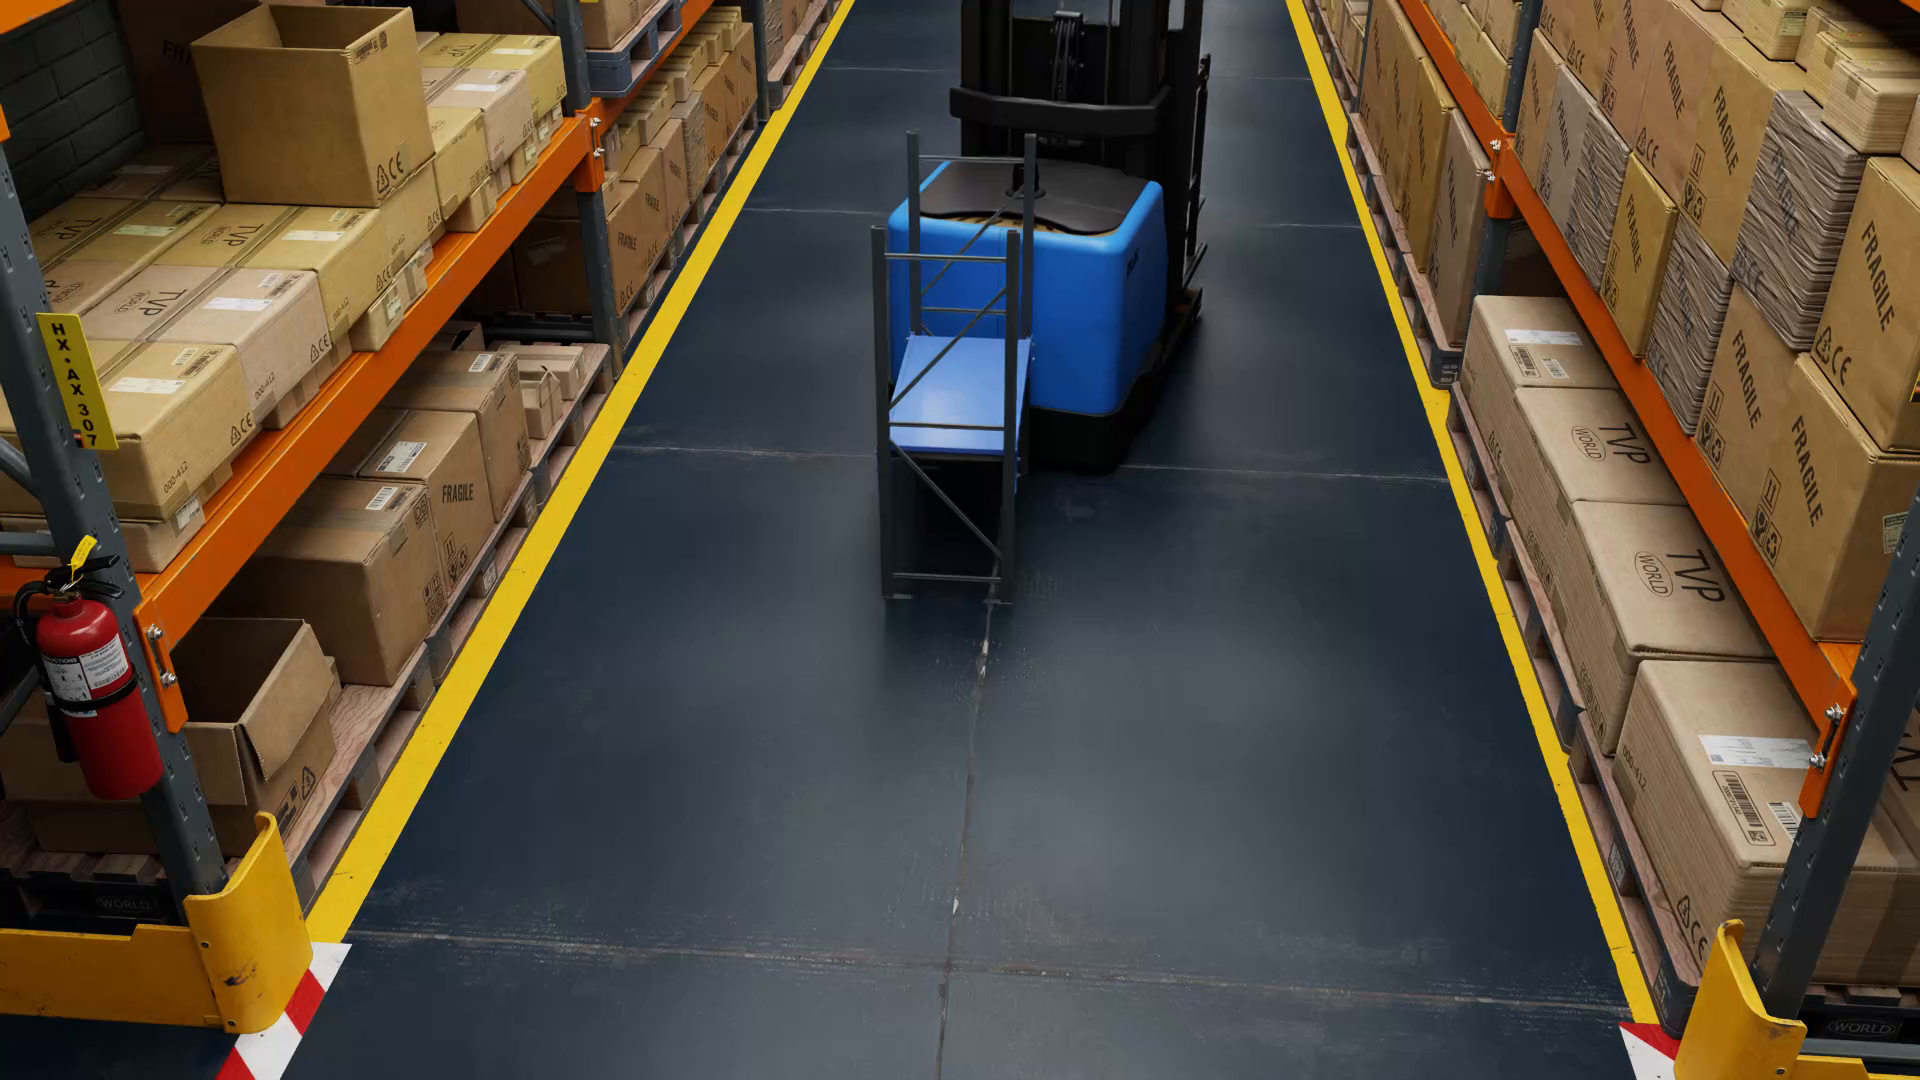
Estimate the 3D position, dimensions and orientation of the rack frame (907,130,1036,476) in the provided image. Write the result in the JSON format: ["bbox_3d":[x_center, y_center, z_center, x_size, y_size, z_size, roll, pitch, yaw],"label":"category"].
[{"bbox_3d":[0.045,-0.938,6.842,0.500,1.500,0.032,3,32,5],"label":"rack frame"}]

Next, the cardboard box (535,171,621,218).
[{"bbox_3d":[-1.844,-1.655,7.940,0.380,0.149,0.250,4,32,6],"label":"cardboard box"}]

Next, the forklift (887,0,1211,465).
[{"bbox_3d":[0.615,-2.332,7.740,1.130,2.935,3.031,9,33,15],"label":"forklift"}]

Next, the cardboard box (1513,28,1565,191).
[{"bbox_3d":[2.510,-1.686,6.532,0.500,0.500,0.500,3,32,6],"label":"cardboard box"}]

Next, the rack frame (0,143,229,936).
[{"bbox_3d":[-2.464,0.004,3.885,1.000,3.000,0.127,2,32,4],"label":"rack frame"}]

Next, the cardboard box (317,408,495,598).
[{"bbox_3d":[-2.069,-0.144,6.107,0.500,0.500,0.500,3,32,5],"label":"cardboard box"}]

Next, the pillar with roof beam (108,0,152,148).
[{"bbox_3d":[1.197,-4.132,4.878,9.100,9.000,0.400,2,32,4],"label":"pillar with roof beam"}]

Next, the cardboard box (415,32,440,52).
[{"bbox_3d":[-2.448,-1.903,6.839,0.500,0.250,0.500,2,32,3],"label":"cardboard box"}]

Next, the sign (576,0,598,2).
[{"bbox_3d":[-1.597,-2.437,7.021,0.100,0.325,0.005,2,32,4],"label":"sign"}]

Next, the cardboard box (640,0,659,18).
[{"bbox_3d":[-1.834,-2.823,7.977,0.700,0.500,0.500,3,32,5],"label":"cardboard box"}]

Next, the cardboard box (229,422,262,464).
[{"bbox_3d":[-2.202,-0.323,4.655,0.380,0.149,0.250,2,32,3],"label":"cardboard box"}]

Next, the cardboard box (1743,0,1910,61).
[{"bbox_3d":[2.362,-1.396,4.490,0.380,0.149,0.250,3,32,5],"label":"cardboard box"}]

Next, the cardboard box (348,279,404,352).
[{"bbox_3d":[-2.009,-0.721,5.300,0.380,0.149,0.250,2,32,3],"label":"cardboard box"}]

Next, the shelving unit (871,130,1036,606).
[{"bbox_3d":[-0.002,-0.672,6.411,0.538,1.500,1.048,3,32,5],"label":"shelving unit"}]

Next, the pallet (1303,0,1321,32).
[{"bbox_3d":[3.399,-4.467,13.797,1.003,0.211,1.213,2,32,4],"label":"pallet"}]

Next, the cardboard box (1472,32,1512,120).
[{"bbox_3d":[2.595,-2.059,7.375,0.500,0.250,0.500,2,32,3],"label":"cardboard box"}]

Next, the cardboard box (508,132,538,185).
[{"bbox_3d":[-1.909,-1.529,6.612,0.380,0.149,0.250,3,32,5],"label":"cardboard box"}]

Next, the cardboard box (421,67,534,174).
[{"bbox_3d":[-1.963,-1.611,6.365,0.500,0.250,0.500,3,32,4],"label":"cardboard box"}]

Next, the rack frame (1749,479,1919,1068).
[{"bbox_3d":[2.480,0.214,3.544,0.949,2.616,0.053,2,32,4],"label":"rack frame"}]

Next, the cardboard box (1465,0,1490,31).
[{"bbox_3d":[2.636,-2.529,7.662,0.500,0.250,0.500,3,32,5],"label":"cardboard box"}]

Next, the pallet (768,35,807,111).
[{"bbox_3d":[-1.707,-3.421,12.100,1.003,0.211,1.213,2,32,4],"label":"pallet"}]

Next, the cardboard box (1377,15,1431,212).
[{"bbox_3d":[2.919,-2.420,9.442,0.875,0.875,0.875,3,32,5],"label":"cardboard box"}]

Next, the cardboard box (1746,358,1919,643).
[{"bbox_3d":[2.259,-0.092,3.945,0.500,0.500,0.500,3,32,4],"label":"cardboard box"}]

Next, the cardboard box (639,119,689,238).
[{"bbox_3d":[-1.796,-1.985,9.095,0.500,0.500,0.500,2,32,3],"label":"cardboard box"}]

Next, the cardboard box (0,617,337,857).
[{"bbox_3d":[-2.320,0.572,4.942,0.797,0.503,0.637,1,32,2],"label":"cardboard box"}]

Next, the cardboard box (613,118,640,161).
[{"bbox_3d":[-1.880,-2.082,8.633,0.380,0.149,0.250,2,32,3],"label":"cardboard box"}]

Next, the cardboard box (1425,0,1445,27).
[{"bbox_3d":[2.735,-2.859,8.673,0.500,0.250,0.500,2,32,4],"label":"cardboard box"}]

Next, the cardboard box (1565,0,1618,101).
[{"bbox_3d":[2.482,-1.843,5.834,0.500,0.500,0.500,2,32,3],"label":"cardboard box"}]

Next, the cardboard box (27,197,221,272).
[{"bbox_3d":[-2.603,-0.839,5.112,0.500,0.250,0.500,3,32,6],"label":"cardboard box"}]

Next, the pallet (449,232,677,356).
[{"bbox_3d":[-2.110,-1.328,8.703,1.003,0.211,1.213,2,32,4],"label":"pallet"}]

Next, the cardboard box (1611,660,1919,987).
[{"bbox_3d":[2.438,0.776,4.673,0.875,0.438,0.875,1,32,2],"label":"cardboard box"}]

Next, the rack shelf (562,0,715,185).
[{"bbox_3d":[-1.975,-2.827,9.164,1.077,0.370,4.000,2,32,4],"label":"rack shelf"}]

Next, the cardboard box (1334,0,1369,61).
[{"bbox_3d":[3.243,-3.711,12.016,0.950,0.372,0.625,2,32,3],"label":"cardboard box"}]

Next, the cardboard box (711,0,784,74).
[{"bbox_3d":[-1.748,-3.673,11.714,0.875,0.625,0.625,3,32,6],"label":"cardboard box"}]

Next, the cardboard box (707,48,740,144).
[{"bbox_3d":[-1.684,-2.803,10.421,0.500,0.500,0.500,2,32,3],"label":"cardboard box"}]

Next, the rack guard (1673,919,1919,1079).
[{"bbox_3d":[2.482,1.291,4.179,1.175,0.500,0.348,2,32,4],"label":"rack guard"}]

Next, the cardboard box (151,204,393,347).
[{"bbox_3d":[-2.080,-0.814,5.071,0.500,0.250,0.500,2,32,3],"label":"cardboard box"}]

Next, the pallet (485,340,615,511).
[{"bbox_3d":[-2.195,-0.542,7.428,1.003,0.211,1.213,2,32,4],"label":"pallet"}]

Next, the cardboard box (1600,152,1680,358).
[{"bbox_3d":[2.376,-0.894,5.246,0.500,0.500,0.500,3,32,5],"label":"cardboard box"}]

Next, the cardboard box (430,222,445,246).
[{"bbox_3d":[-2.083,-1.128,5.961,0.380,0.149,0.250,3,32,5],"label":"cardboard box"}]

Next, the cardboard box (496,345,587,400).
[{"bbox_3d":[-1.891,-0.749,7.423,0.380,0.149,0.250,2,32,2],"label":"cardboard box"}]

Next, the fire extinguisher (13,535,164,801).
[{"bbox_3d":[-2.015,0.292,3.846,0.296,0.674,0.183,2,32,4],"label":"fire extinguisher"}]

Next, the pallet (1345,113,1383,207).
[{"bbox_3d":[2.996,-2.373,10.400,1.003,0.211,1.213,2,32,4],"label":"pallet"}]

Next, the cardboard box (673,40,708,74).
[{"bbox_3d":[-1.724,-2.885,9.937,0.380,0.149,0.250,3,32,5],"label":"cardboard box"}]

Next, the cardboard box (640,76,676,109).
[{"bbox_3d":[-1.807,-2.483,9.283,0.380,0.149,0.250,3,32,4],"label":"cardboard box"}]

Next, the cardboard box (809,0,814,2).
[{"bbox_3d":[-1.589,-4.760,13.478,0.875,0.625,0.625,2,32,3],"label":"cardboard box"}]

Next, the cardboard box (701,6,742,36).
[{"bbox_3d":[-1.600,-3.301,10.612,0.380,0.149,0.250,1,32,2],"label":"cardboard box"}]

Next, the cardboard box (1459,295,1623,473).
[{"bbox_3d":[2.651,-0.642,6.975,0.875,0.438,0.875,2,32,3],"label":"cardboard box"}]

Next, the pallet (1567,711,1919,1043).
[{"bbox_3d":[2.471,0.980,4.959,1.003,0.211,1.213,2,32,4],"label":"pallet"}]

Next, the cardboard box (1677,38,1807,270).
[{"bbox_3d":[2.342,-1.050,4.546,0.500,0.500,0.500,2,32,4],"label":"cardboard box"}]

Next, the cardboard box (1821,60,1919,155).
[{"bbox_3d":[2.247,-0.999,3.845,0.380,0.149,0.250,2,32,4],"label":"cardboard box"}]
